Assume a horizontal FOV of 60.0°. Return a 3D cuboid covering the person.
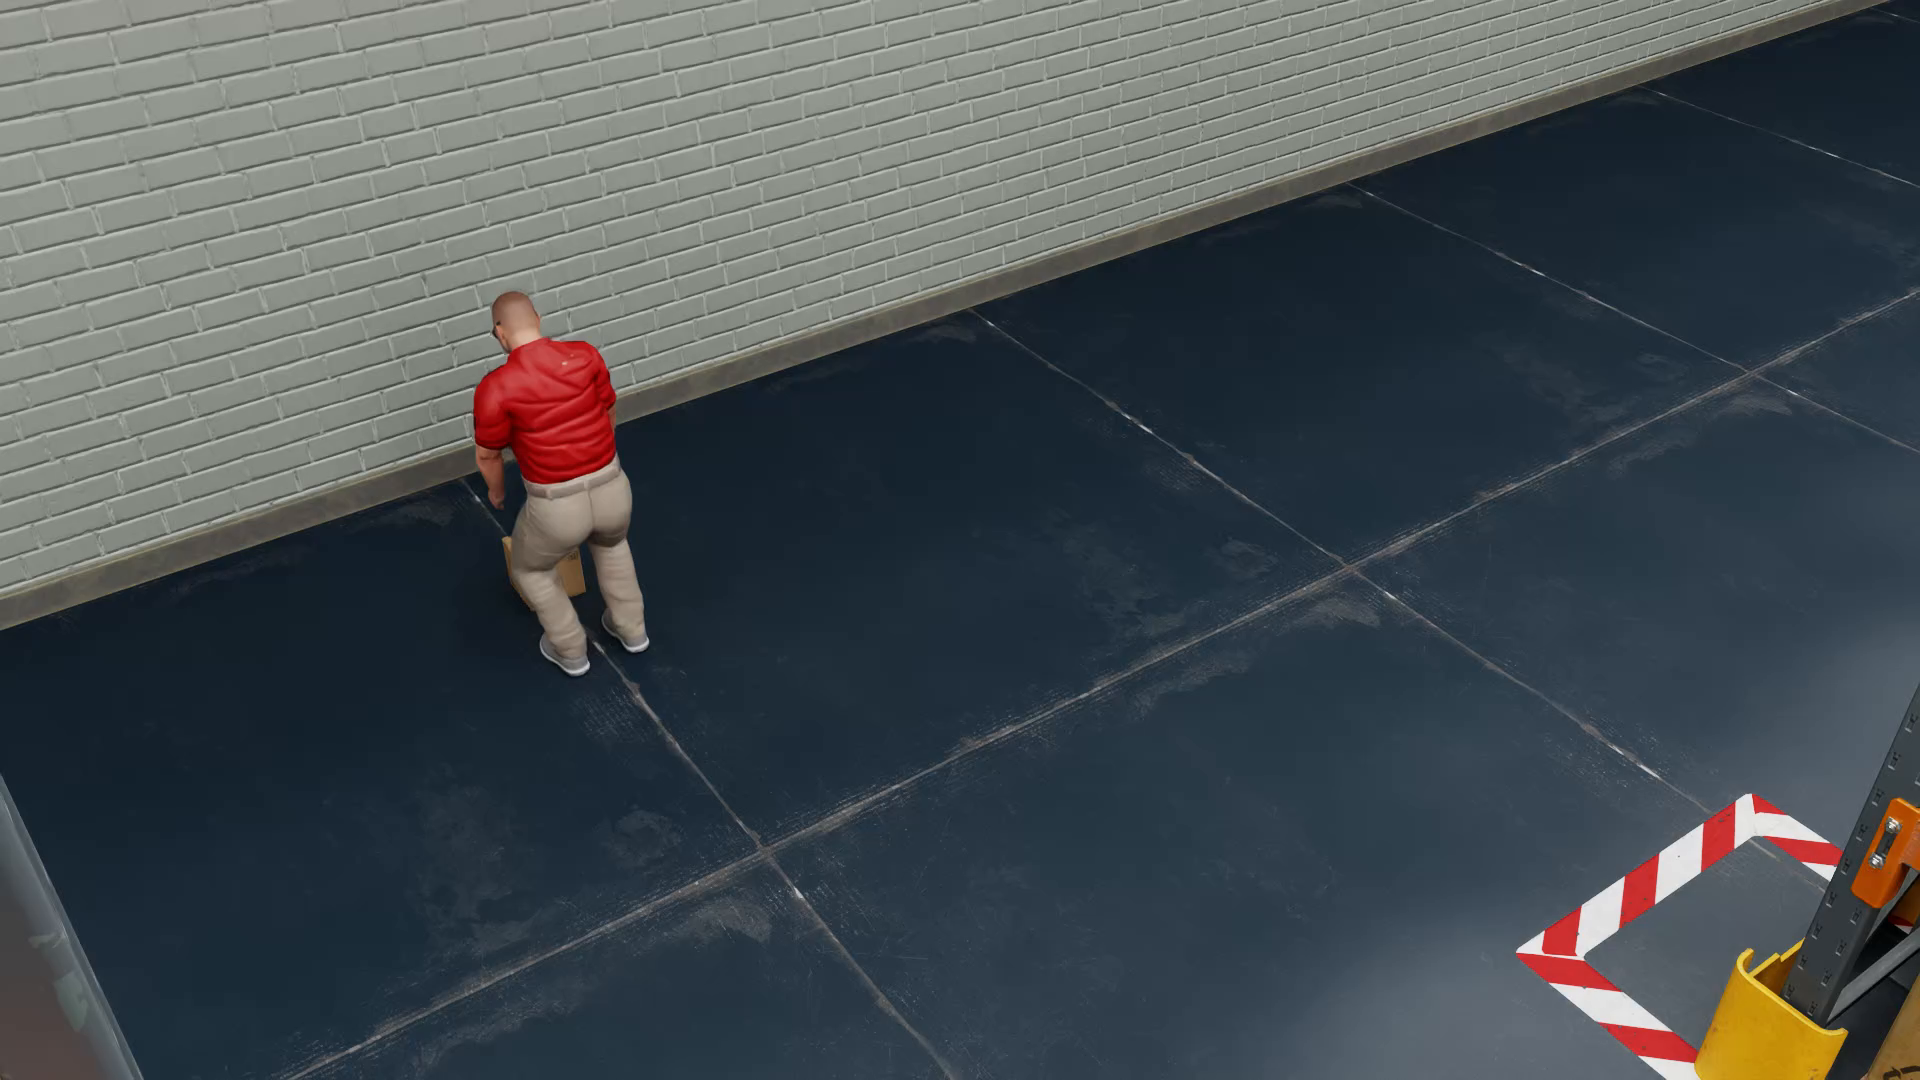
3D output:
[{"bbox_3d":[-1.569,-0.187,6.532,0.575,1.607,0.526,-22,41,-27],"label":"person"}]
